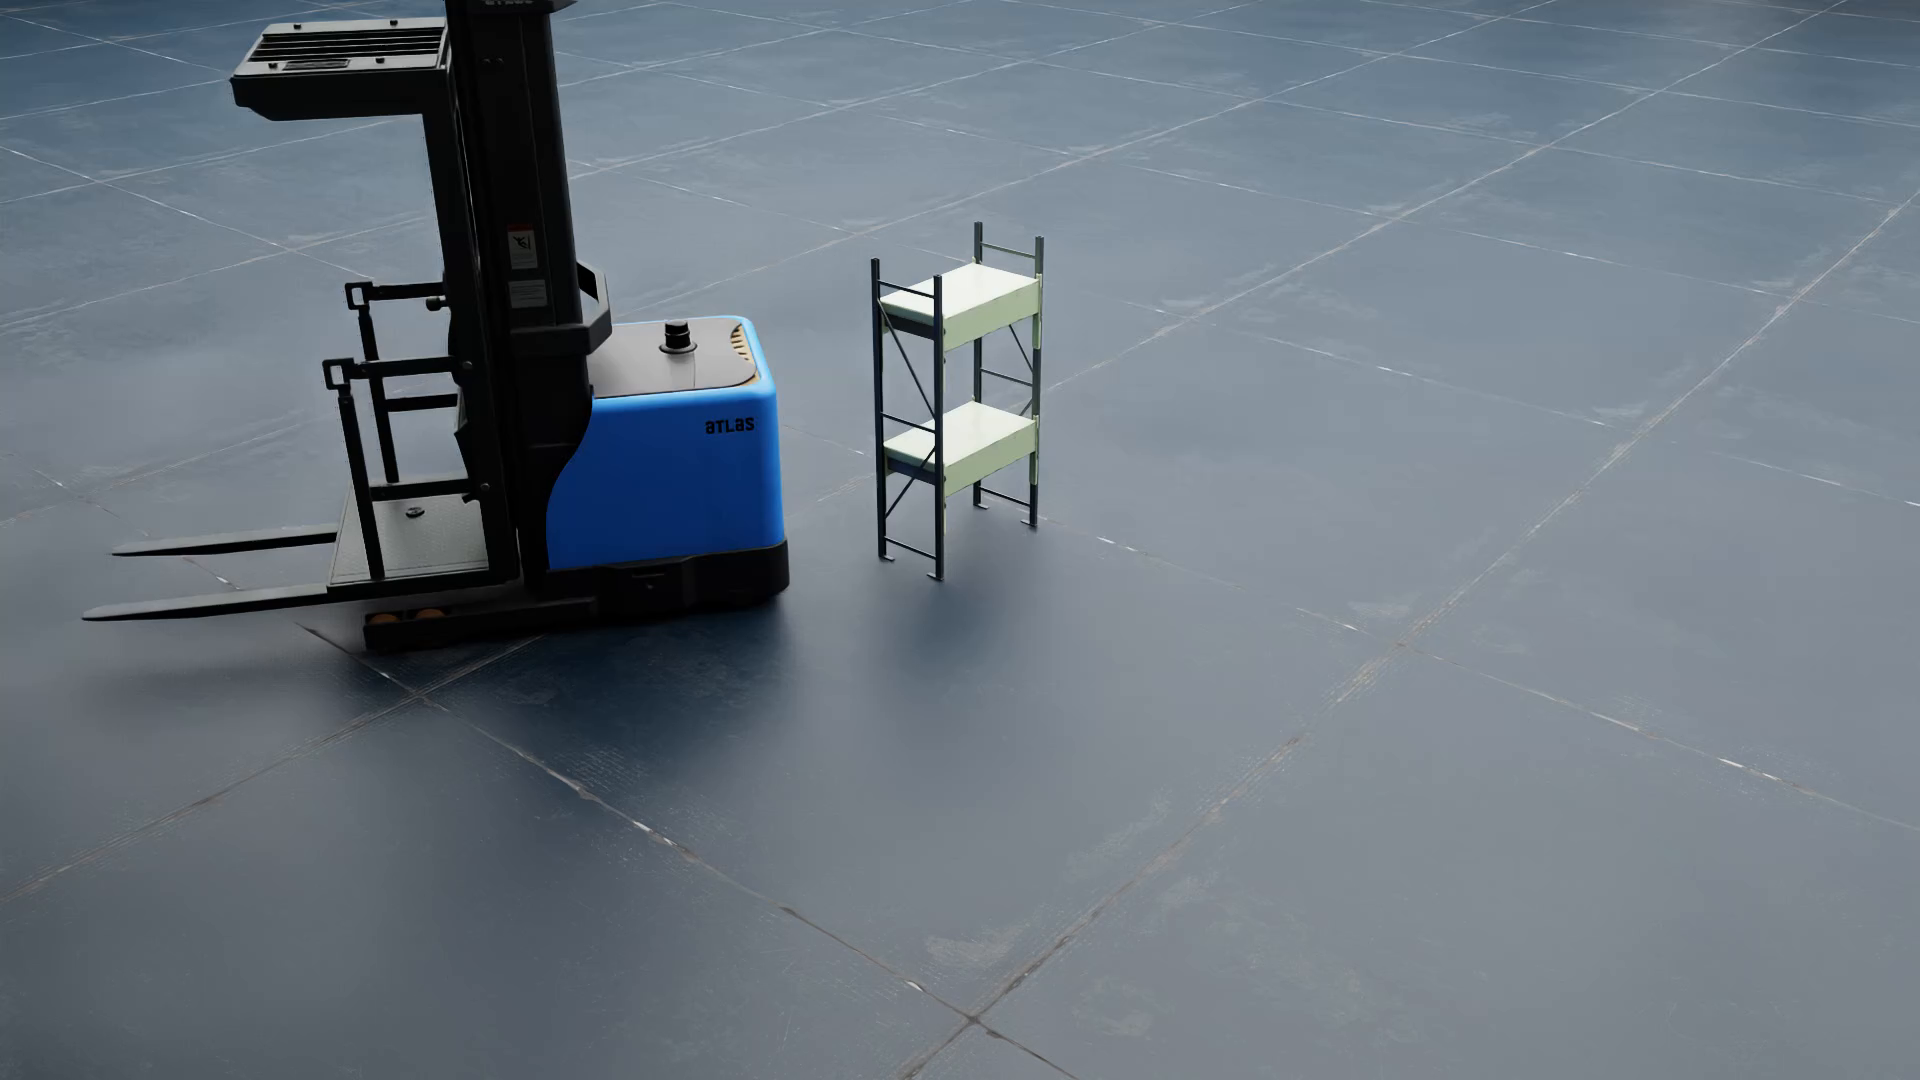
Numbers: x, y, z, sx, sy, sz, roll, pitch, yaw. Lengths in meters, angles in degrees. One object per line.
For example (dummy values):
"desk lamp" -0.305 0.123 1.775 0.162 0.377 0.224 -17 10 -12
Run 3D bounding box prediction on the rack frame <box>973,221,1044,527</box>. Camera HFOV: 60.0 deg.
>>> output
"rack frame" 0.229 -0.794 8.152 0.400 1.500 0.023 21 34 34

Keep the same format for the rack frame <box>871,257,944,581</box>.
"rack frame" -0.237 -0.534 7.650 0.400 1.500 0.023 21 34 34

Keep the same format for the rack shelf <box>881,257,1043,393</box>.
"rack shelf" -0.004 -1.010 7.721 0.431 0.370 0.720 21 34 34

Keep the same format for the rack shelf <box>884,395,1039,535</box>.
"rack shelf" -0.004 -0.374 8.051 0.431 0.370 0.720 21 34 34

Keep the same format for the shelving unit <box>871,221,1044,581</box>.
"shelving unit" -0.004 -0.664 7.901 0.431 1.500 0.755 21 34 34

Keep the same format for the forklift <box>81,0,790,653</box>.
"forklift" -2.363 -1.075 7.138 3.031 2.935 1.130 -6 28 -12
